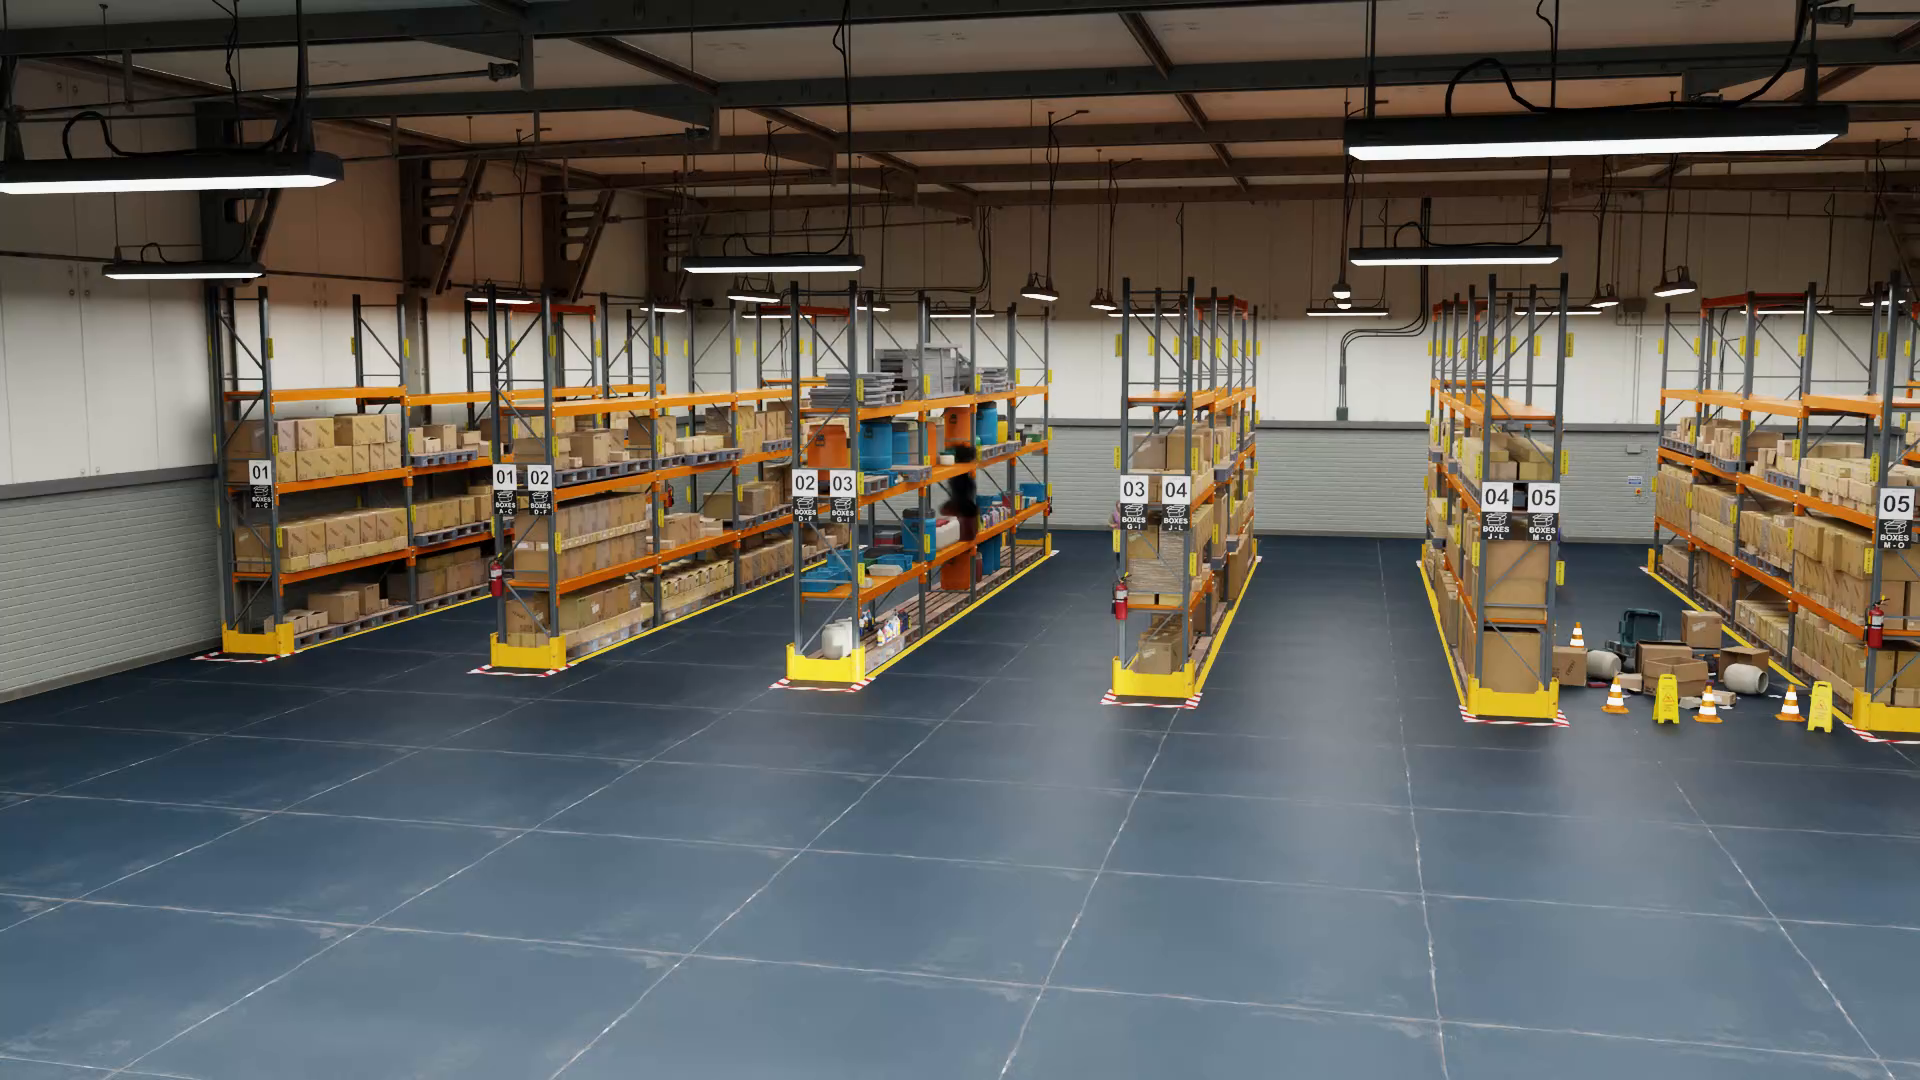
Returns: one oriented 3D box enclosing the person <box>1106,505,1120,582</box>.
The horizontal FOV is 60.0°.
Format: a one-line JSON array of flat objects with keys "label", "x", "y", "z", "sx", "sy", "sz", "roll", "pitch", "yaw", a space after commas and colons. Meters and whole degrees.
[{"label": "person", "x": 3.179, "y": 0.079, "z": 33.569, "sx": 0.512, "sy": 1.579, "sz": 0.548, "roll": 1, "pitch": 7, "yaw": 10}]
